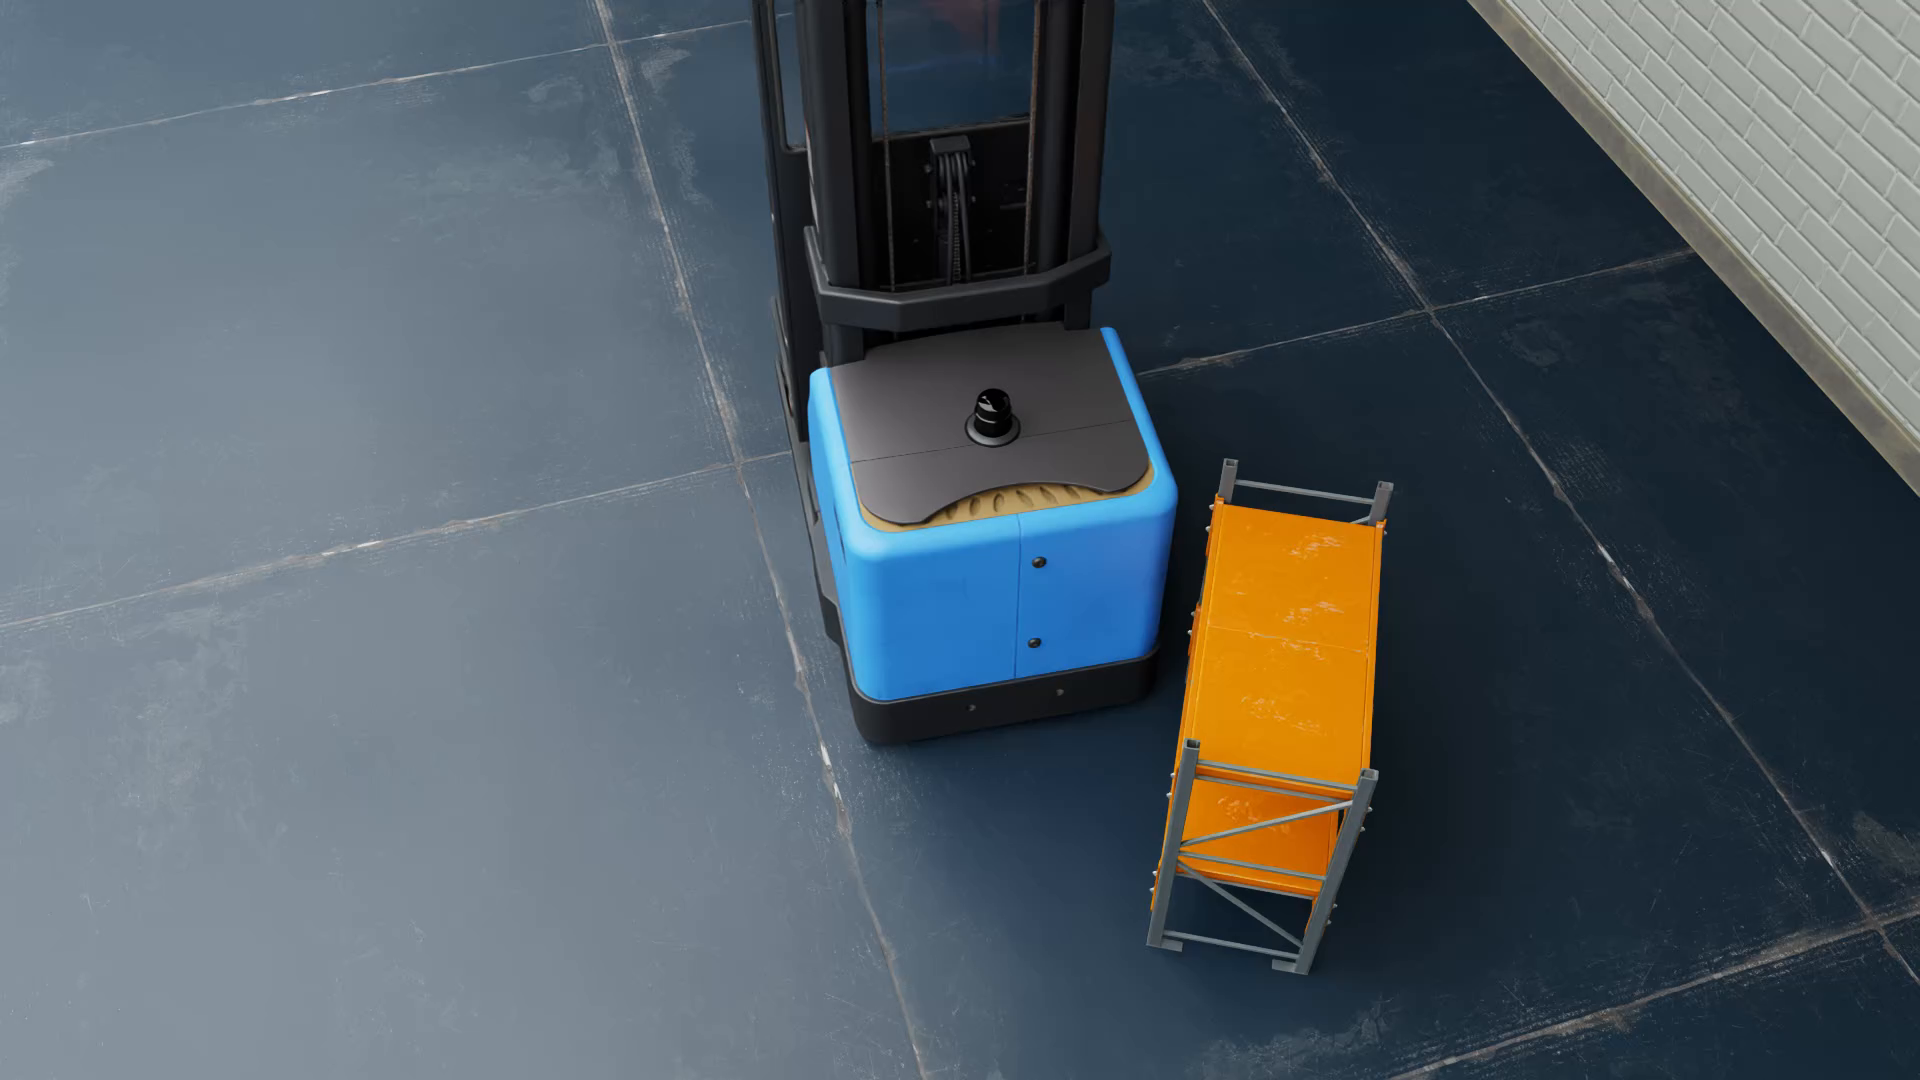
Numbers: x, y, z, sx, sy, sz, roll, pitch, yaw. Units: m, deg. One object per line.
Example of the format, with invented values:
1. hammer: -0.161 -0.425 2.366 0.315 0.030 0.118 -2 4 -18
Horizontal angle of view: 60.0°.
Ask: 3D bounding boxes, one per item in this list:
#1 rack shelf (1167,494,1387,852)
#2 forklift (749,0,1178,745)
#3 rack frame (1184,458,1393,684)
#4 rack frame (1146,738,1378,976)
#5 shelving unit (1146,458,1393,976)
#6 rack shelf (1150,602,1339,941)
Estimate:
1. rack shelf: 0.932 0.359 4.829 0.538 0.278 1.000 9 50 7
2. forklift: -0.128 -1.412 5.523 1.130 2.935 3.031 -9 50 -8
3. rack frame: 1.034 0.167 5.373 0.500 1.125 0.032 9 50 7
4. rack frame: 0.829 0.929 4.731 0.500 1.125 0.032 9 50 7
5. shelving unit: 0.932 0.548 5.052 0.538 1.125 1.048 9 50 7
6. rack shelf: 0.932 0.706 5.239 0.538 0.278 1.000 9 50 7
